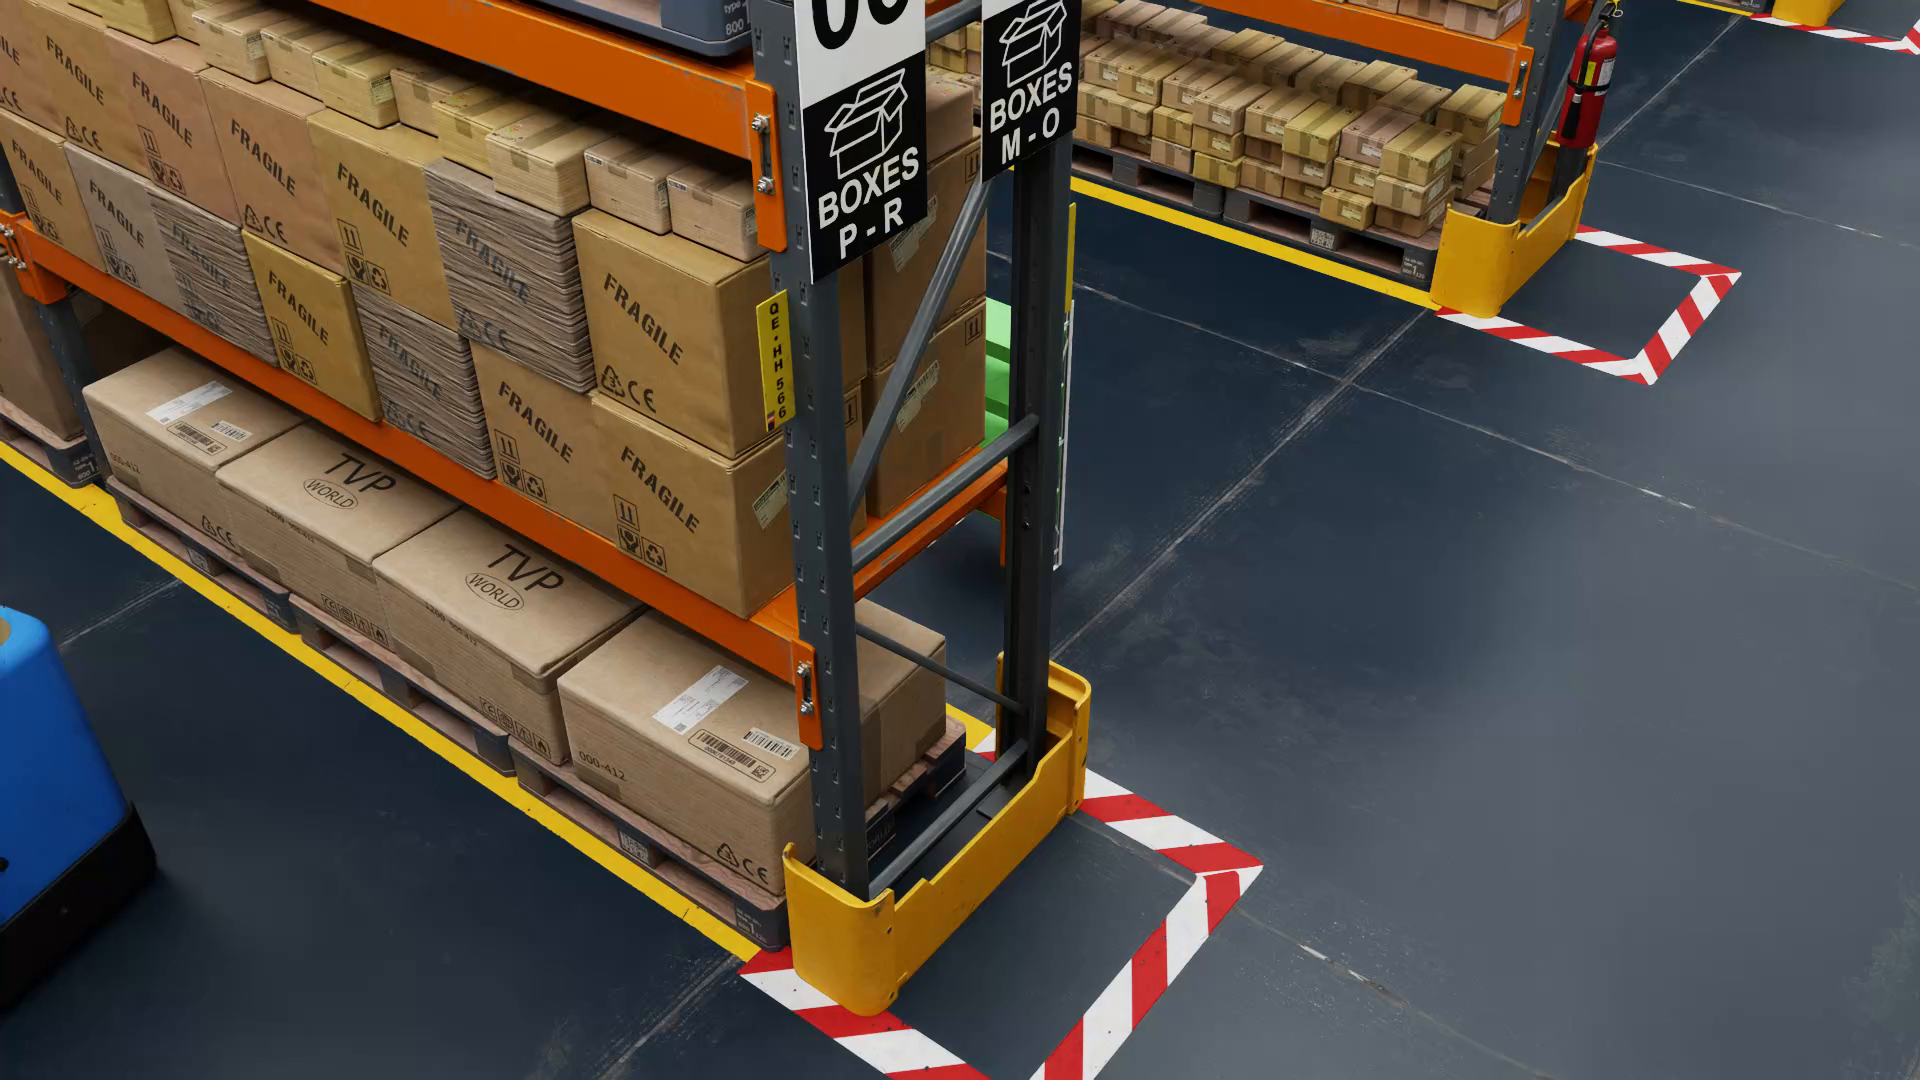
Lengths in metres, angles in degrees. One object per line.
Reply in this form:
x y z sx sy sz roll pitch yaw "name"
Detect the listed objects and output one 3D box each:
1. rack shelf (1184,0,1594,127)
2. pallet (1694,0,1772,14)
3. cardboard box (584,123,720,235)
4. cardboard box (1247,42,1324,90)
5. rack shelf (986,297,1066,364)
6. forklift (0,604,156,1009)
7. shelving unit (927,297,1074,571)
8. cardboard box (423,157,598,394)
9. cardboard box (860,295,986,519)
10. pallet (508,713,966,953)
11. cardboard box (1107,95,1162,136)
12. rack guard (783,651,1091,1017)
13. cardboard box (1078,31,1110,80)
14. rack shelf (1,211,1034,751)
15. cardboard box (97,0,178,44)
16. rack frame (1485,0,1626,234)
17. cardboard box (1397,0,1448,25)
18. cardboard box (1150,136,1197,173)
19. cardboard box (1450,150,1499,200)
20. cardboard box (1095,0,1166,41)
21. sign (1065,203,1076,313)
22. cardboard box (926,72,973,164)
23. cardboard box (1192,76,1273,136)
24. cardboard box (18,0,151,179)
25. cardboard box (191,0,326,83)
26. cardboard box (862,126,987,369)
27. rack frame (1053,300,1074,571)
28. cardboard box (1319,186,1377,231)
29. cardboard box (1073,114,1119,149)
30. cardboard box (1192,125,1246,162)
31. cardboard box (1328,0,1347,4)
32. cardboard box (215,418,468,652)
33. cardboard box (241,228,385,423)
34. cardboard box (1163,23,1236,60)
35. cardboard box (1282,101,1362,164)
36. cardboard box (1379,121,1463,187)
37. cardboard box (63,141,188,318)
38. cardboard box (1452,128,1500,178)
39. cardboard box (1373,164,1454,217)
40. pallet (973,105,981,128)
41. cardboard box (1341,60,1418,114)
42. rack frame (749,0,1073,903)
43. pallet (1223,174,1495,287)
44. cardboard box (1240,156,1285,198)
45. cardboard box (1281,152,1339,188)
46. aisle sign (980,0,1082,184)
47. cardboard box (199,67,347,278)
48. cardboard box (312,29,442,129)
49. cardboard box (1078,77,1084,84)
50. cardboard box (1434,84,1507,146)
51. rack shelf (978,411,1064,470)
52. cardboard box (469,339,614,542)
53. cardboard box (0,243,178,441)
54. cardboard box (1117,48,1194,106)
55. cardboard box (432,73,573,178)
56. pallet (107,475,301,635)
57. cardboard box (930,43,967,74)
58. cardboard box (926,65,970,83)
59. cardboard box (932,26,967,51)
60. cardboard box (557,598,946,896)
1.275 -3.034 8.776 4.000 0.370 1.077 25 45 29 "rack shelf"
5.274 -4.122 11.844 1.213 0.211 1.003 25 45 29 "pallet"
-0.687 -0.915 4.067 0.250 0.149 0.380 26 45 29 "cardboard box"
1.777 -2.570 9.089 0.250 0.149 0.380 27 45 30 "cardboard box"
0.131 -0.738 6.044 0.480 0.148 0.258 25 45 29 "rack shelf"
-4.133 -0.187 4.611 3.031 2.935 1.130 16 41 19 "forklift"
0.131 -0.410 6.301 0.503 1.200 0.258 25 45 29 "shelving unit"
-1.024 -0.785 4.427 0.500 0.500 0.500 25 45 29 "cardboard box"
-0.271 -0.466 4.831 0.500 0.500 0.500 25 44 28 "cardboard box"
-0.747 0.730 5.646 1.213 0.211 1.003 25 45 29 "pallet"
1.010 -2.362 9.065 0.250 0.149 0.380 26 45 29 "cardboard box"
-0.045 0.887 5.212 0.348 0.500 1.175 25 45 29 "rack guard"
0.621 -2.688 9.240 0.250 0.149 0.380 26 45 29 "cardboard box"
-1.653 -0.572 5.631 4.000 0.370 1.077 25 45 29 "rack shelf"
-2.352 -1.648 5.003 0.250 0.149 0.380 24 44 27 "cardboard box"
2.863 -2.568 7.597 0.127 3.000 1.000 25 45 29 "rack frame"
2.258 -2.565 7.796 0.250 0.149 0.380 25 45 29 "cardboard box"
1.245 -2.157 9.044 0.250 0.149 0.380 26 45 29 "cardboard box"
2.641 -1.964 8.797 0.250 0.149 0.380 26 45 29 "cardboard box"
0.986 -2.980 9.612 0.250 0.149 0.380 23 44 27 "cardboard box"
0.278 -0.748 4.506 0.005 0.325 0.100 25 45 29 "sign"
-0.178 -1.064 4.257 0.250 0.149 0.380 26 45 29 "cardboard box"
1.427 -2.278 8.716 0.250 0.149 0.380 27 45 30 "cardboard box"
-2.613 -1.549 5.403 0.500 0.500 0.500 25 44 28 "cardboard box"
-1.950 -1.468 4.774 0.250 0.149 0.380 25 45 29 "cardboard box"
-0.272 -0.859 4.522 0.500 0.500 0.500 24 44 28 "cardboard box"
0.325 -0.319 6.184 0.015 1.200 0.240 25 45 29 "rack frame"
2.052 -1.753 8.528 0.250 0.149 0.380 27 45 30 "cardboard box"
0.835 -2.349 9.290 0.250 0.149 0.380 24 44 27 "cardboard box"
1.437 -2.168 8.816 0.250 0.149 0.380 26 45 29 "cardboard box"
1.832 -2.735 8.014 0.250 0.149 0.380 27 45 30 "cardboard box"
-2.096 -0.139 6.231 0.875 0.438 0.875 24 44 27 "cardboard box"
-1.830 -0.767 5.216 0.500 0.500 0.500 27 45 30 "cardboard box"
1.338 -2.738 9.304 0.250 0.149 0.380 25 45 29 "cardboard box"
1.841 -2.077 8.458 0.250 0.149 0.380 24 44 28 "cardboard box"
2.289 -1.920 8.258 0.250 0.149 0.380 26 45 29 "cardboard box"
-2.630 -1.150 5.704 0.500 0.500 0.500 26 45 29 "cardboard box"
2.603 -2.050 8.666 0.250 0.149 0.380 27 46 30 "cardboard box"
2.270 -1.786 8.329 0.250 0.149 0.380 24 44 27 "cardboard box"
0.241 -2.734 10.071 1.213 0.211 1.003 25 45 29 "pallet"
2.239 -2.409 8.884 0.250 0.149 0.380 25 45 28 "cardboard box"
-0.064 -0.107 4.453 0.127 3.000 1.000 25 45 29 "rack frame"
2.179 -1.820 8.904 1.213 0.211 1.003 25 45 29 "pallet"
1.691 -1.980 8.818 0.250 0.149 0.380 26 45 29 "cardboard box"
1.857 -1.980 8.576 0.250 0.149 0.380 23 44 27 "cardboard box"
0.169 -1.245 3.799 0.004 0.787 0.394 25 45 29 "aisle sign"
-1.814 -1.161 4.908 0.500 0.500 0.500 25 44 28 "cardboard box"
-1.518 -1.283 4.536 0.250 0.149 0.380 26 45 30 "cardboard box"
0.667 -2.592 9.359 0.250 0.149 0.380 27 46 30 "cardboard box"
2.653 -2.208 8.626 0.250 0.149 0.380 23 44 27 "cardboard box"
0.131 -0.360 6.340 0.480 0.148 0.258 25 45 29 "rack shelf"
-0.997 -0.392 4.737 0.500 0.500 0.500 24 44 28 "cardboard box"
-3.782 -1.127 7.138 0.875 0.875 0.875 27 45 30 "cardboard box"
1.059 -2.515 9.019 0.250 0.149 0.380 25 45 29 "cardboard box"
-1.118 -1.085 4.284 0.250 0.149 0.380 26 45 30 "cardboard box"
-2.685 -0.184 6.813 1.213 0.211 1.003 25 45 29 "pallet"
0.035 -2.883 9.730 0.250 0.149 0.380 26 45 29 "cardboard box"
-0.009 -2.716 9.758 0.250 0.149 0.380 27 45 30 "cardboard box"
0.016 -2.981 9.613 0.250 0.149 0.380 28 46 31 "cardboard box"
-0.649 0.539 5.367 0.875 0.438 0.875 24 44 27 "cardboard box"
